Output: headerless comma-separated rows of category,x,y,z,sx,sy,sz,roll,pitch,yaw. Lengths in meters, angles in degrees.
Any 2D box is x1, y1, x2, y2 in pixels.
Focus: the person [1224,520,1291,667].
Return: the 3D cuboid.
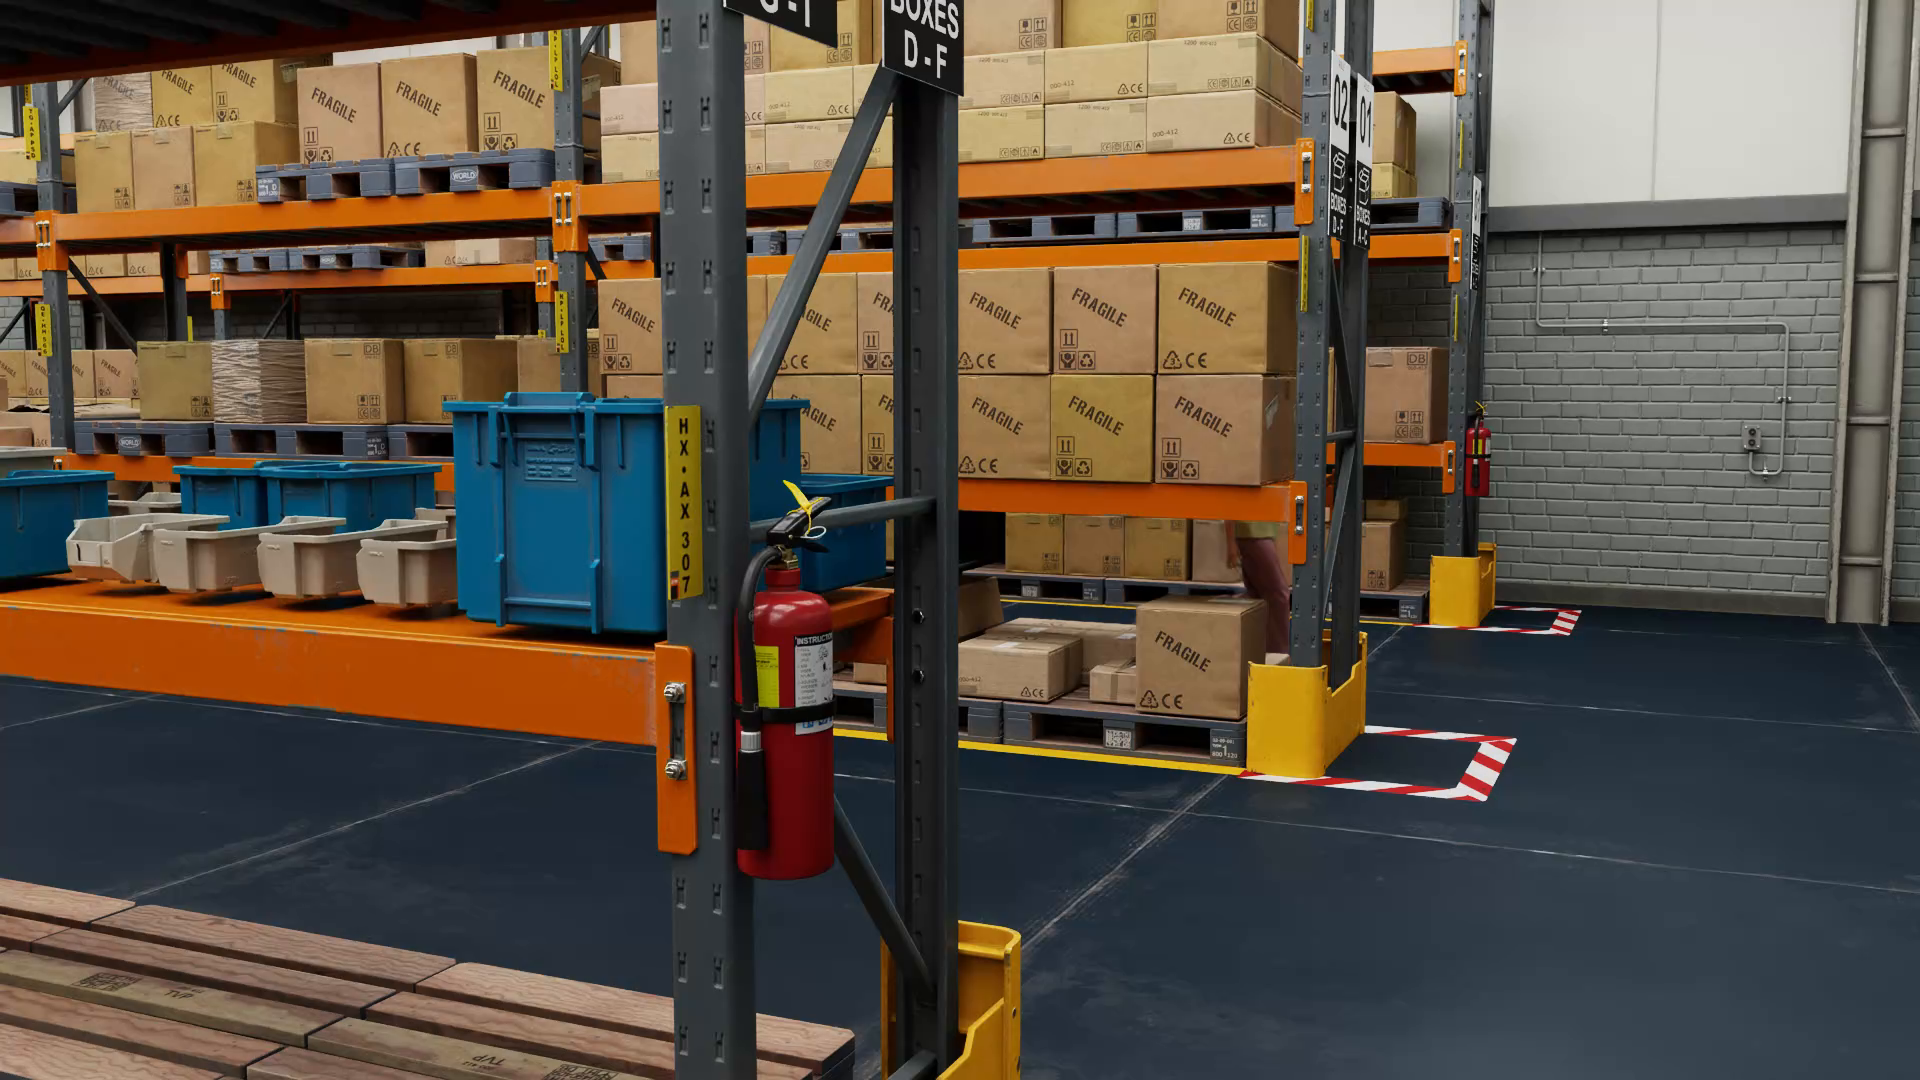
person,1.676,-0.002,9.693,0.838,1.638,0.453,3,6,24
